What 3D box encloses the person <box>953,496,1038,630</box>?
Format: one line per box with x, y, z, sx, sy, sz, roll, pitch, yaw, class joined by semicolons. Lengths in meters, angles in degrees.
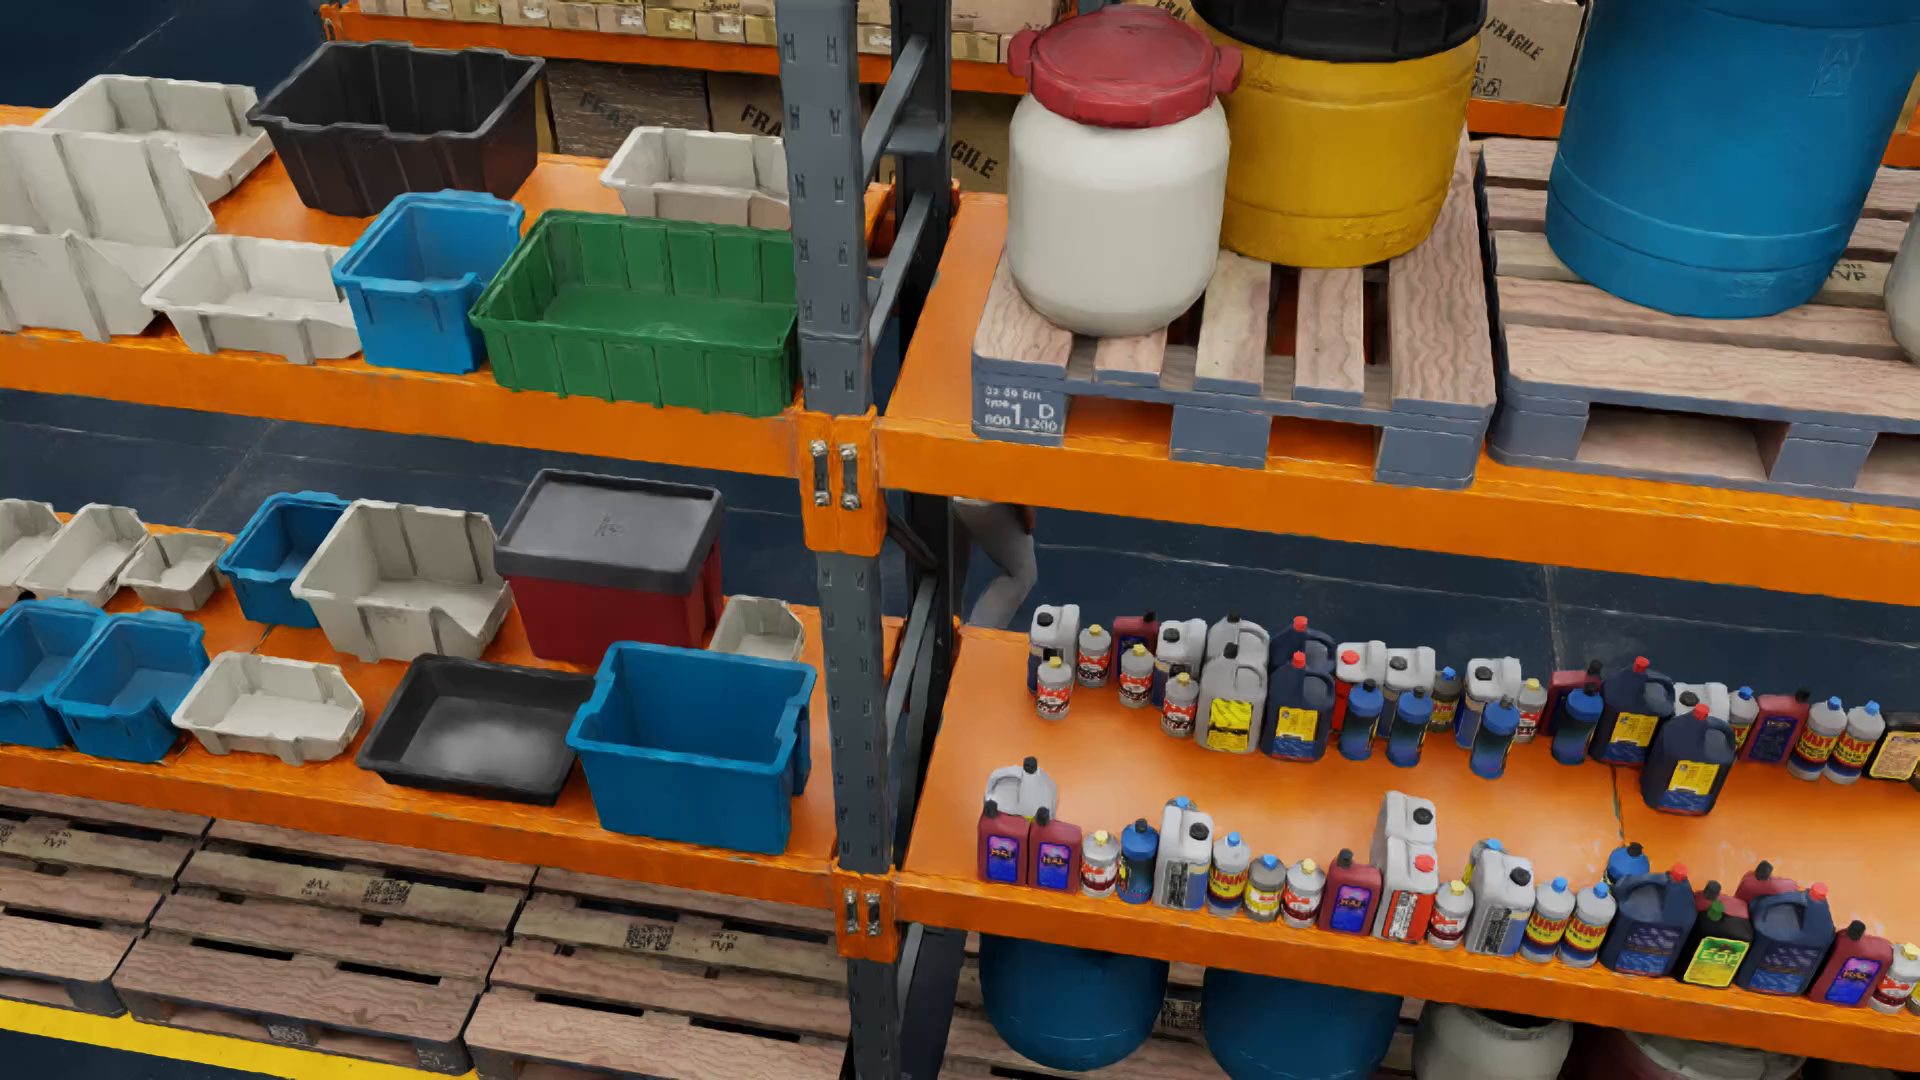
0.053;-0.144;6.298;0.450;1.657;0.637;-32;50;-31;person
